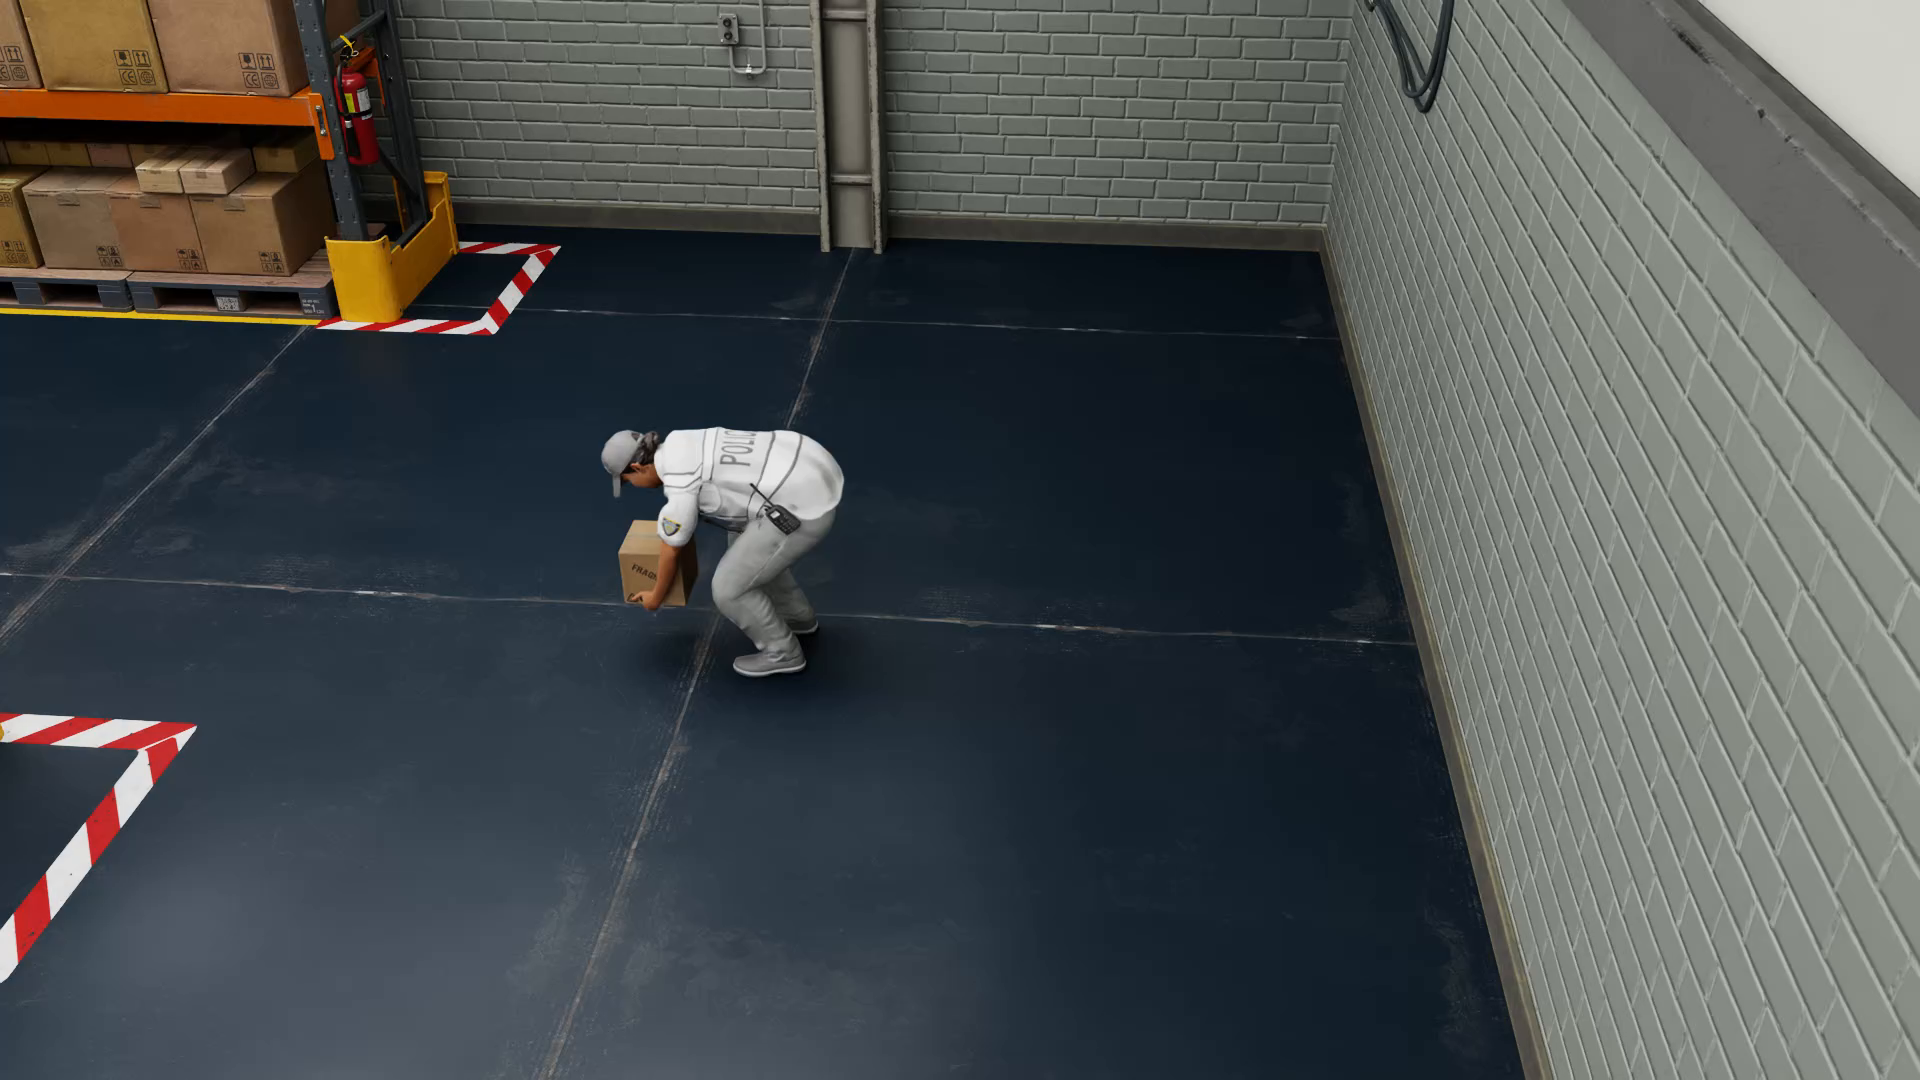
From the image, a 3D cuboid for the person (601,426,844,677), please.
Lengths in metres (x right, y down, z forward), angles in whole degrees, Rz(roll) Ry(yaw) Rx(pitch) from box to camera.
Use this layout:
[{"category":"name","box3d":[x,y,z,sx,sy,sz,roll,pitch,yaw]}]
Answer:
[{"category":"person","box3d":[-0.930,0.020,6.703,0.938,1.031,0.512,1,32,2]}]
